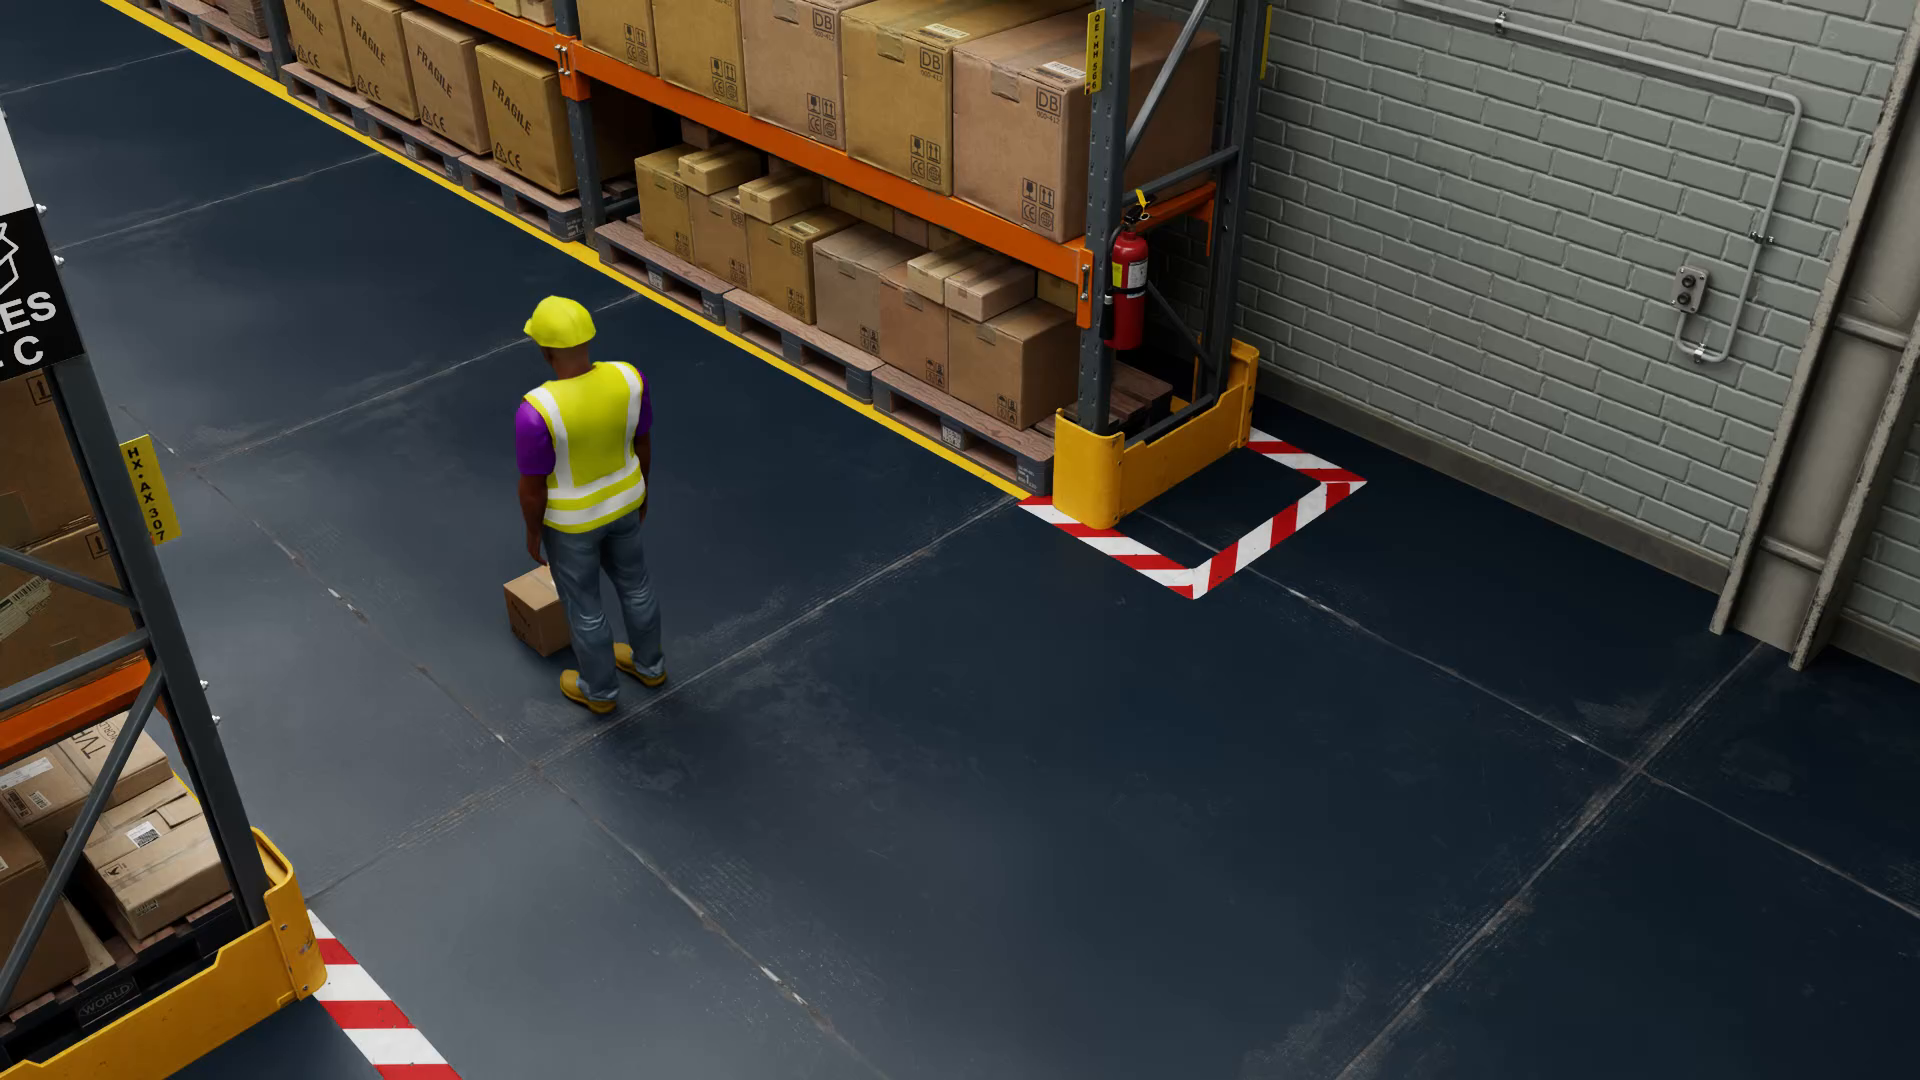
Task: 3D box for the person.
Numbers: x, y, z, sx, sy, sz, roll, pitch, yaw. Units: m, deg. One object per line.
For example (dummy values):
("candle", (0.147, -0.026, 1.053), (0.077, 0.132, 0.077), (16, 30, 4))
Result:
("person", (-1.406, -0.124, 6.297), (0.563, 1.767, 0.368), (-29, 44, -34))
